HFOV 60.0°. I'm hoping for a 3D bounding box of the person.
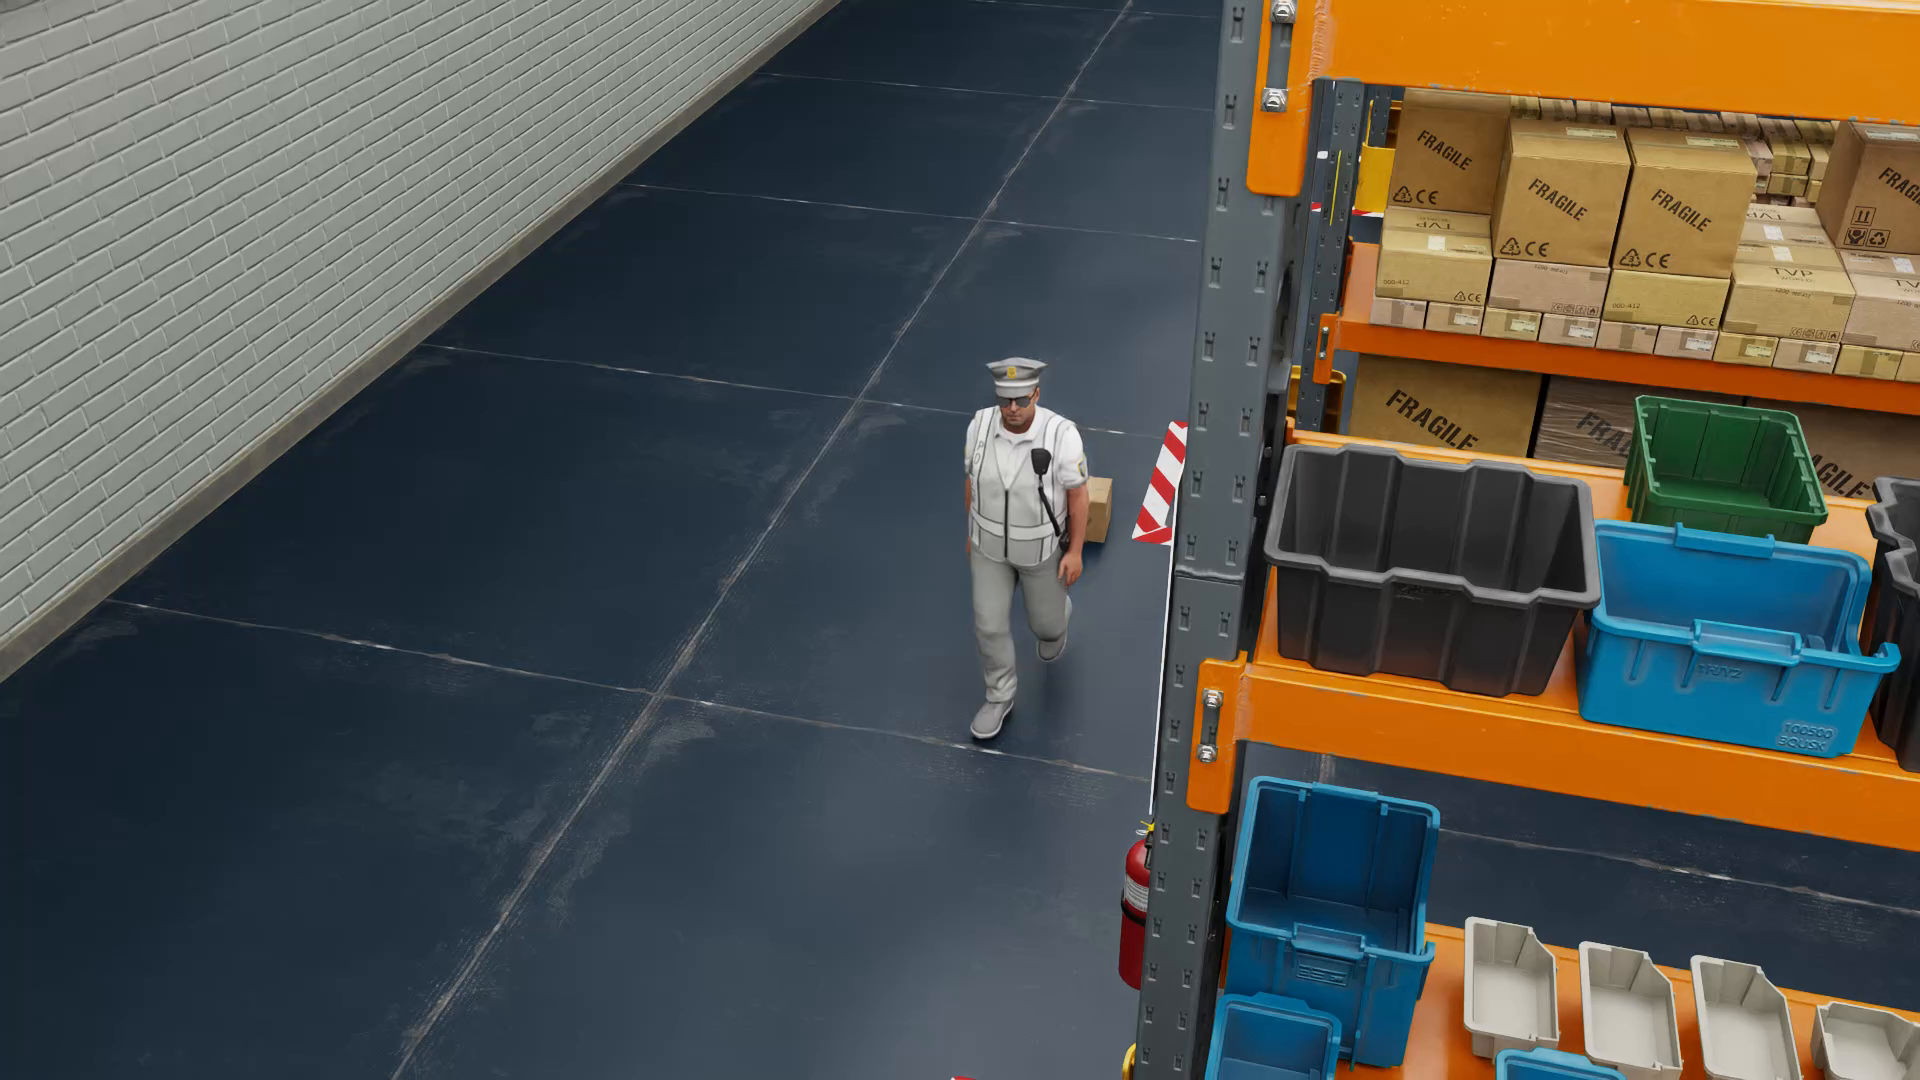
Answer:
[{"bbox_3d":[0.285,-0.032,7.140,0.548,1.736,0.793,9,34,14],"label":"person"}]
